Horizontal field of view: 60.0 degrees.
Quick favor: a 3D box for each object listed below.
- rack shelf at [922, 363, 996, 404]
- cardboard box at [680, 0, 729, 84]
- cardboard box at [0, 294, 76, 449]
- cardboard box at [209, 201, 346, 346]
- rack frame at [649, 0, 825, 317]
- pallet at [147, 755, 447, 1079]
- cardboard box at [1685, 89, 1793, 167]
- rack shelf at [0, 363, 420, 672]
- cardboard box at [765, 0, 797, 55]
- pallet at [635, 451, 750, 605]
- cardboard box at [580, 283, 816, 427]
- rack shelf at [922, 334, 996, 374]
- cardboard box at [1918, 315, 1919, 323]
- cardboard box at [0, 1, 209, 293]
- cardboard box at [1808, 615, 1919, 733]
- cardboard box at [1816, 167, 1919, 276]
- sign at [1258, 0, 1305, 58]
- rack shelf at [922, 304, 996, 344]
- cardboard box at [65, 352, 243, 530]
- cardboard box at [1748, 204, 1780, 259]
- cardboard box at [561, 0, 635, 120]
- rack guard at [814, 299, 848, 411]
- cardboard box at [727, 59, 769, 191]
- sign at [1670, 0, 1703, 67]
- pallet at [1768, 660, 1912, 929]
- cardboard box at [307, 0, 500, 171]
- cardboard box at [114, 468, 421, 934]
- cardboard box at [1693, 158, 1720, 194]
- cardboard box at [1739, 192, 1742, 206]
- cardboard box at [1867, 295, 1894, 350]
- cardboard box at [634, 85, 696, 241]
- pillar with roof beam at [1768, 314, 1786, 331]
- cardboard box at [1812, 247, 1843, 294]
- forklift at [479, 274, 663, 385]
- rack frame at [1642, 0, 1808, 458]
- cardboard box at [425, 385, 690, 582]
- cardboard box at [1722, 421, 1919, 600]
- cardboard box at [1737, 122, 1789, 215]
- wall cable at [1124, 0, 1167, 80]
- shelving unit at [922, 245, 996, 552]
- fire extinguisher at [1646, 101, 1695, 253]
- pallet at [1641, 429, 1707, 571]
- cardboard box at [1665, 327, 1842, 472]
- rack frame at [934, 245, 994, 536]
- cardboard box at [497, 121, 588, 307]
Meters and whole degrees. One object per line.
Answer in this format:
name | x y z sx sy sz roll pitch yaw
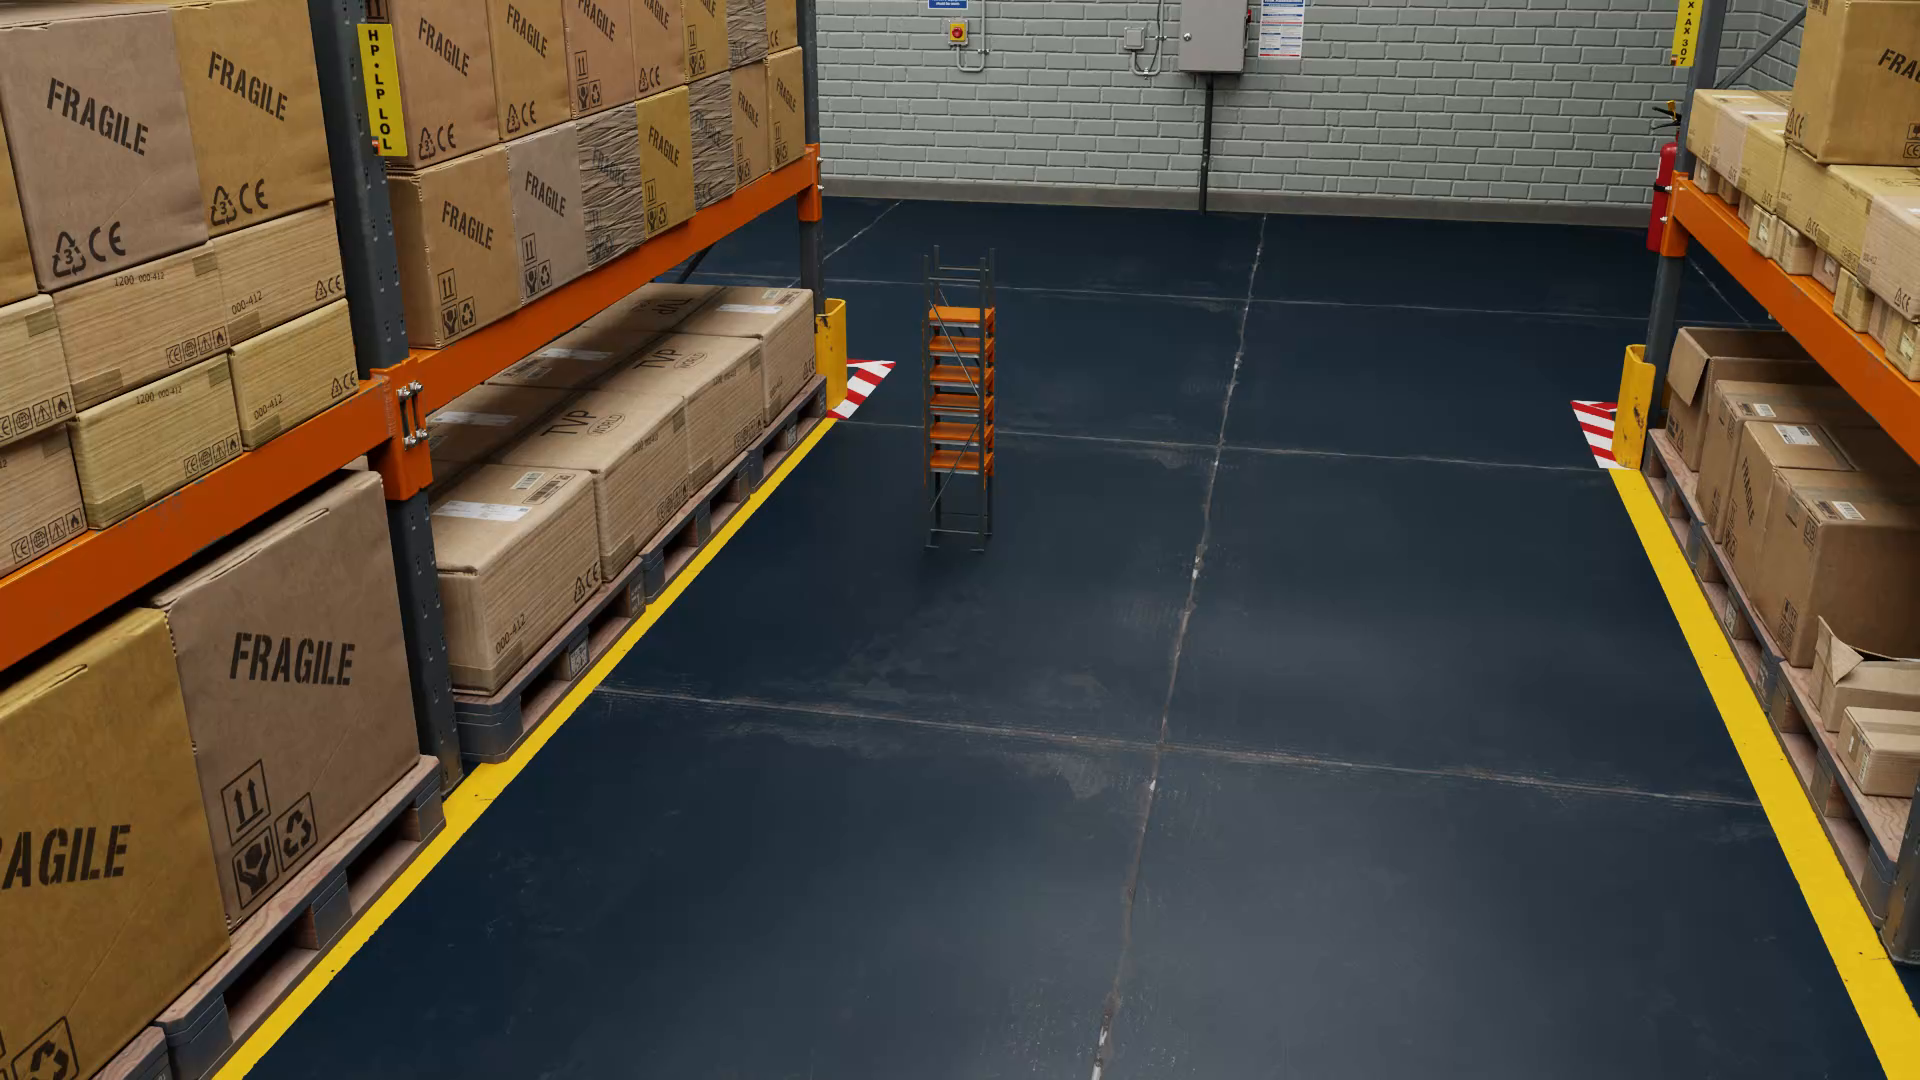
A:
rack shelf | -0.003 -0.621 6.588 0.258 0.103 0.180 4 22 11
cardboard box | -1.238 -2.086 6.545 0.500 0.500 0.500 4 22 11
cardboard box | -2.053 -0.291 3.091 0.500 0.250 0.500 5 22 12
cardboard box | -1.859 -0.664 4.018 0.500 0.250 0.500 4 22 11
rack frame | -1.191 -2.144 8.162 1.000 3.000 0.127 4 22 11
pallet | -2.091 0.900 4.336 1.003 0.211 1.213 4 22 11
cardboard box | 3.313 -1.690 6.838 0.500 0.250 0.500 5 22 11
rack shelf | -2.415 0.384 2.848 1.077 0.370 4.000 4 22 11
cardboard box | -1.056 -2.460 7.474 0.500 0.500 0.500 5 23 13
pallet | -1.528 -0.107 6.838 1.003 0.211 1.213 4 22 11
cardboard box | -1.227 -0.901 7.944 0.875 0.438 0.875 4 22 9
rack shelf | -0.003 -0.733 6.543 0.258 0.103 0.180 4 22 11
cardboard box | 2.718 -0.578 4.075 0.500 0.250 0.500 5 22 12
cardboard box | -1.951 -0.819 3.400 0.500 0.500 0.500 5 22 12
cardboard box | 2.752 0.412 4.912 0.396 0.266 0.258 5 23 13
cardboard box | 2.921 -0.943 4.983 0.500 0.250 0.500 4 22 11
sign | 2.490 -3.989 12.869 0.329 0.494 0.001 4 22 11
rack shelf | -0.003 -0.844 6.498 0.258 0.103 0.180 4 22 11
cardboard box | -1.957 -0.242 3.641 0.500 0.250 0.500 4 22 10
cardboard box | 3.022 -1.084 5.866 0.380 0.149 0.250 4 22 9
cardboard box | -1.448 -1.718 5.632 0.500 0.500 0.500 5 22 12
rack guard | -1.186 -0.993 8.651 1.175 0.500 0.348 4 22 11
cardboard box | -1.147 -1.812 7.203 0.500 0.500 0.500 4 22 10
sign | 3.138 -2.210 7.167 0.100 0.325 0.005 4 22 11
pallet | 2.994 0.738 4.738 1.003 0.211 1.213 4 22 11
cardboard box | -1.673 -1.347 4.711 0.500 0.500 0.500 5 22 11
cardboard box | -2.055 0.342 4.270 0.875 0.875 0.875 5 23 13
cardboard box | 3.334 -1.551 7.027 0.380 0.149 0.250 4 22 11
cardboard box | 3.307 -1.356 6.542 0.380 0.149 0.250 4 22 10
cardboard box | 2.812 -0.611 4.692 0.380 0.149 0.250 5 22 12
cardboard box | -1.335 -1.433 6.262 0.500 0.500 0.500 5 22 13
pillar with roof beam | 0.887 -5.795 9.198 9.100 9.000 0.400 4 22 11
cardboard box | 3.003 -0.887 5.376 0.380 0.149 0.250 4 22 11
forklift | -2.996 -2.219 8.440 1.130 2.935 3.031 15 27 34
rack frame | 3.669 -1.767 7.226 1.000 3.000 0.127 4 22 11
cardboard box | -1.592 -0.236 6.293 0.875 0.438 0.875 4 22 9
cardboard box | 3.033 -0.091 5.847 0.500 0.500 0.500 5 22 12
cardboard box | 3.110 -1.320 5.919 0.500 0.250 0.500 4 22 10
wall cable | 1.328 -4.576 12.840 0.588 1.984 0.122 4 22 11
shelving unit | -0.003 -0.551 6.616 0.258 1.200 0.189 4 22 11
fire extinguisher | 3.247 -1.647 7.531 0.296 0.674 0.183 4 22 11
pallet | 3.492 -0.154 6.954 1.003 0.211 1.213 4 22 11
cardboard box | 3.452 -0.588 7.077 0.797 0.503 0.637 4 22 9
rack frame | 0.016 -0.585 6.699 0.240 1.200 0.006 4 22 11
cardboard box | -1.548 -1.063 5.344 0.500 0.500 0.500 5 22 11
